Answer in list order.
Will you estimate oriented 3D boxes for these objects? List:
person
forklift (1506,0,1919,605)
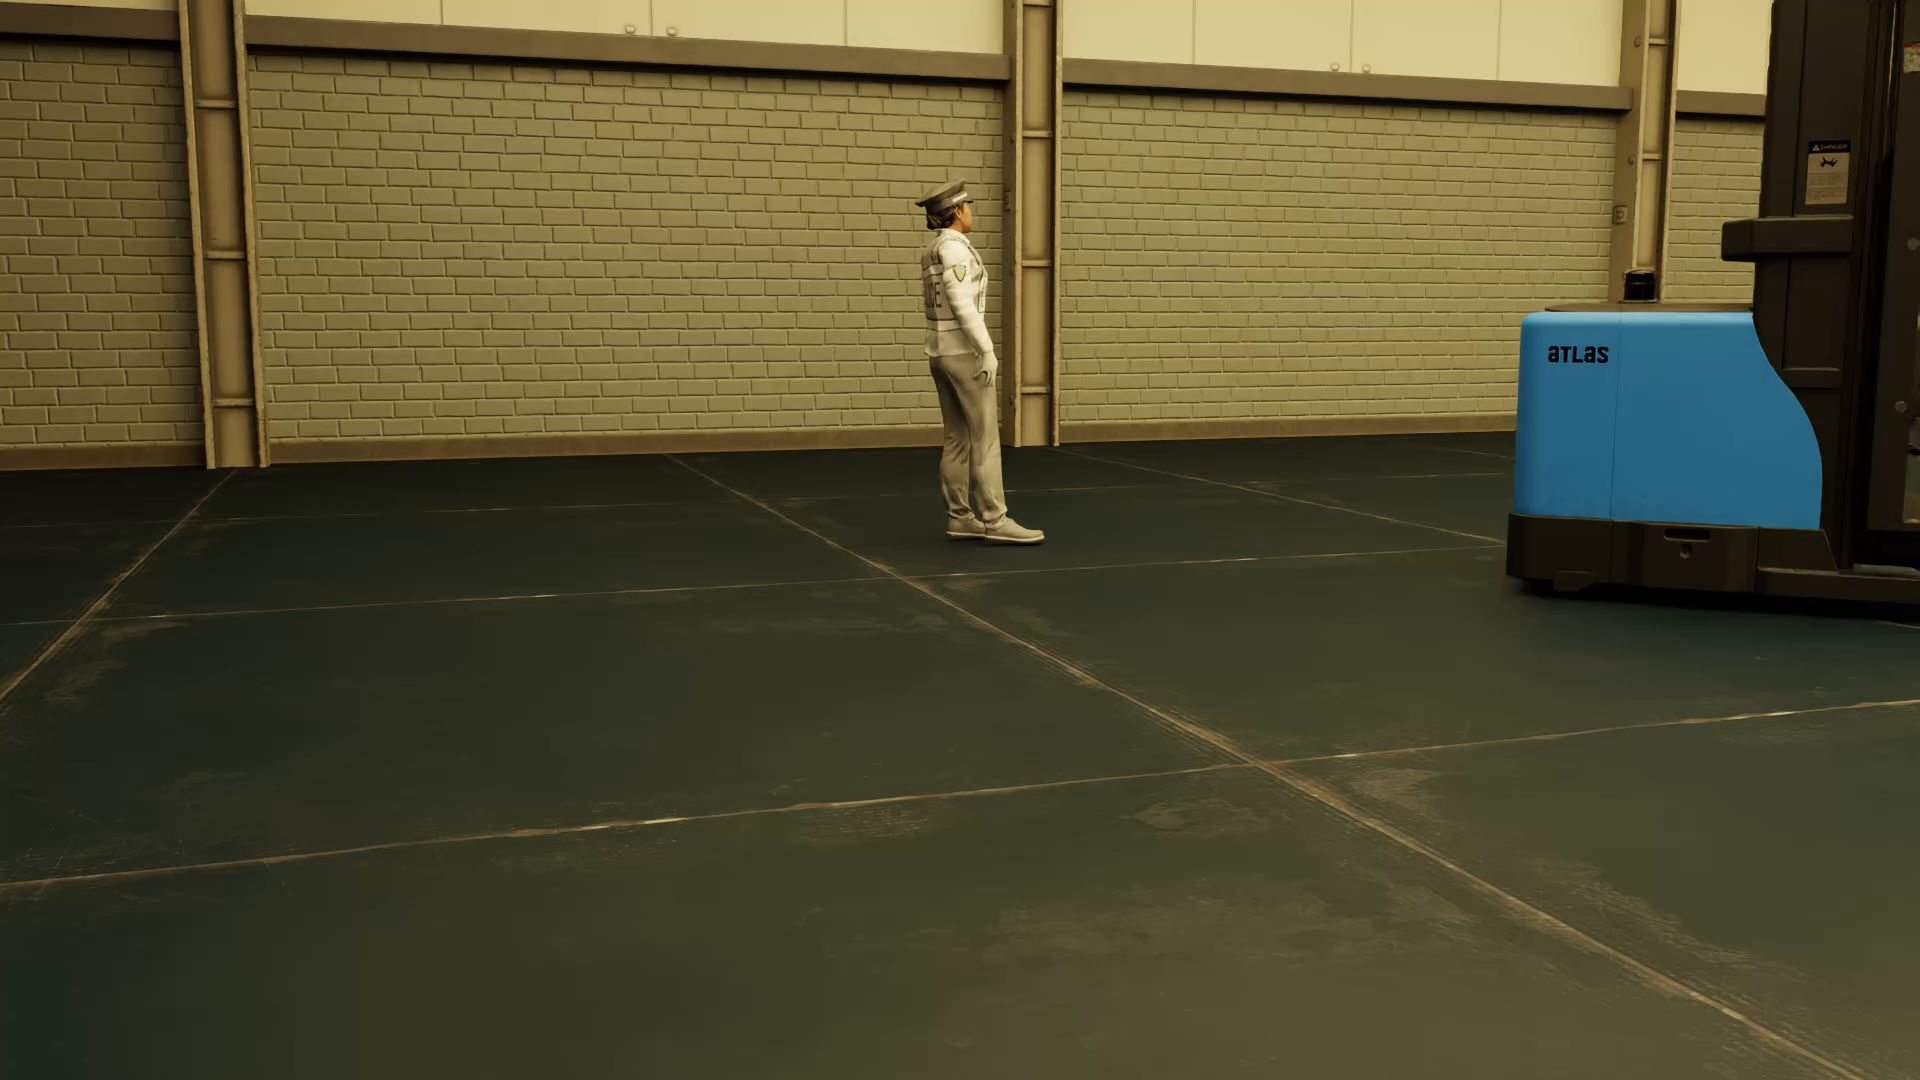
[{"bbox_3d":[0.067,-0.849,7.824,0.531,1.695,0.588,-3,8,-18],"label":"person"},{"bbox_3d":[3.665,-1.216,5.990,3.031,2.935,1.130,4,9,25],"label":"forklift"}]
